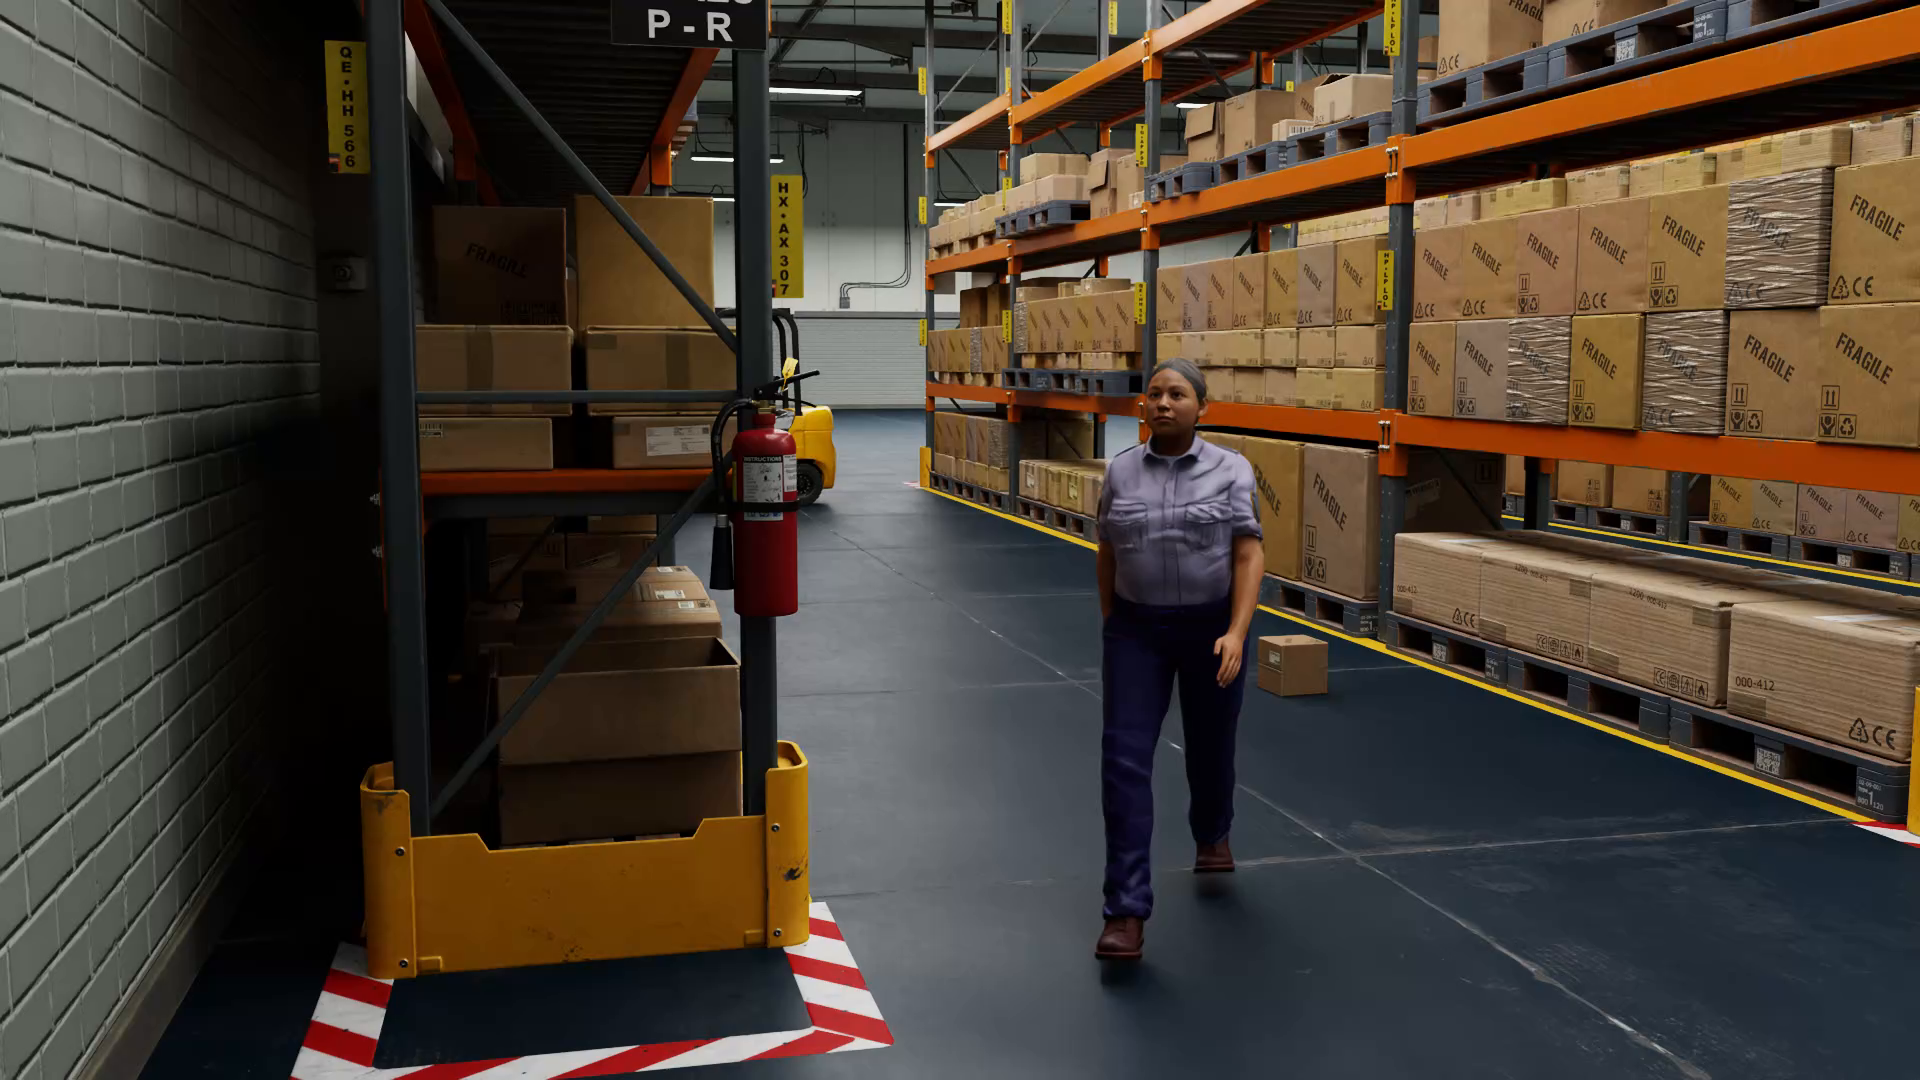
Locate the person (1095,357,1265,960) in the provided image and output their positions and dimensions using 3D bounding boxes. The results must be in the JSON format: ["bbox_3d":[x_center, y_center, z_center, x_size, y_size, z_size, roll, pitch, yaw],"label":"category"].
[{"bbox_3d":[0.607,0.285,4.672,0.482,1.587,1.043,1,6,11],"label":"person"}]
